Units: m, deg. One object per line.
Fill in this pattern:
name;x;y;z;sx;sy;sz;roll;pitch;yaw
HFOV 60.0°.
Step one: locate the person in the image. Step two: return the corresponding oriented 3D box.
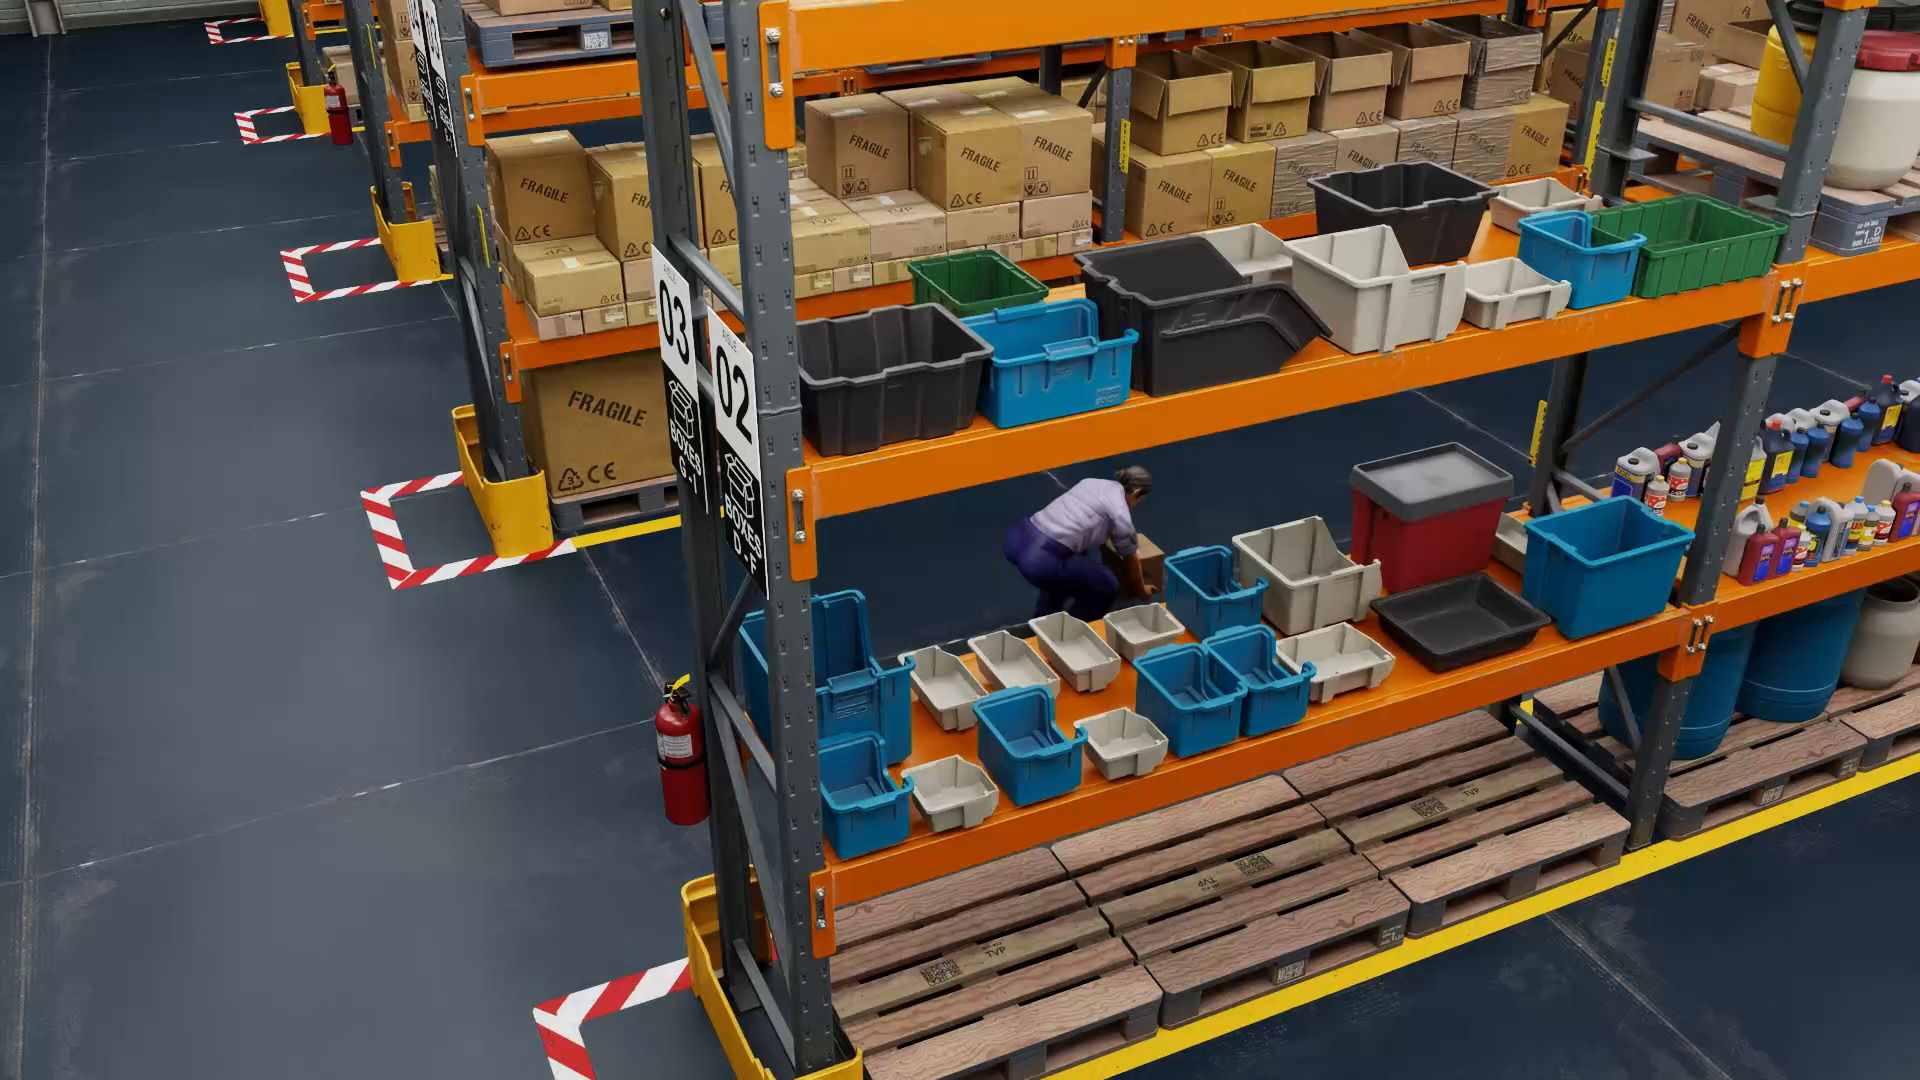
person;0.655;0.106;8.997;0.868;0.941;0.508;-14;33;-24
